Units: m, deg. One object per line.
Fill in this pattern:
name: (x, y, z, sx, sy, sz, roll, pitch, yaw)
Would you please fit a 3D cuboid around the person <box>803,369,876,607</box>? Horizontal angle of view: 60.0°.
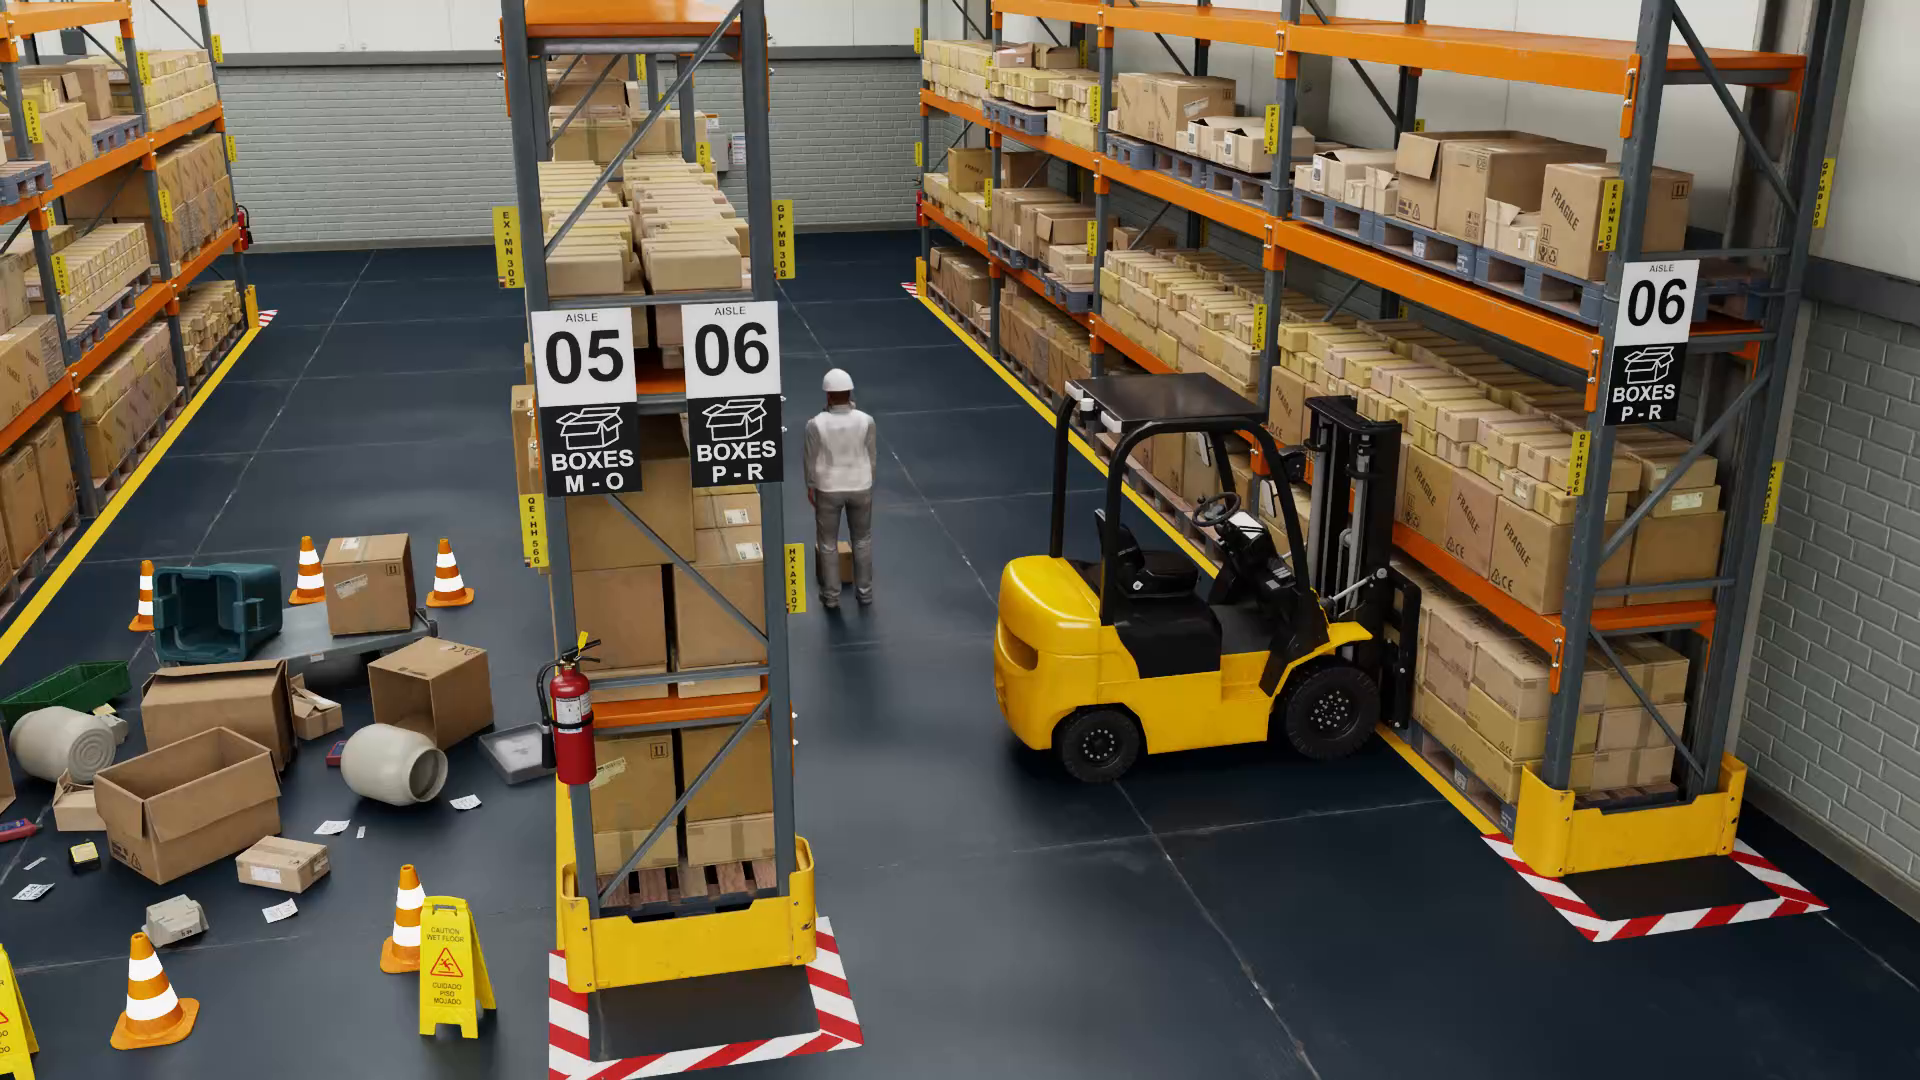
person: (-0.872, -0.376, 12.121, 0.534, 1.768, 0.357, -4, 20, -12)
